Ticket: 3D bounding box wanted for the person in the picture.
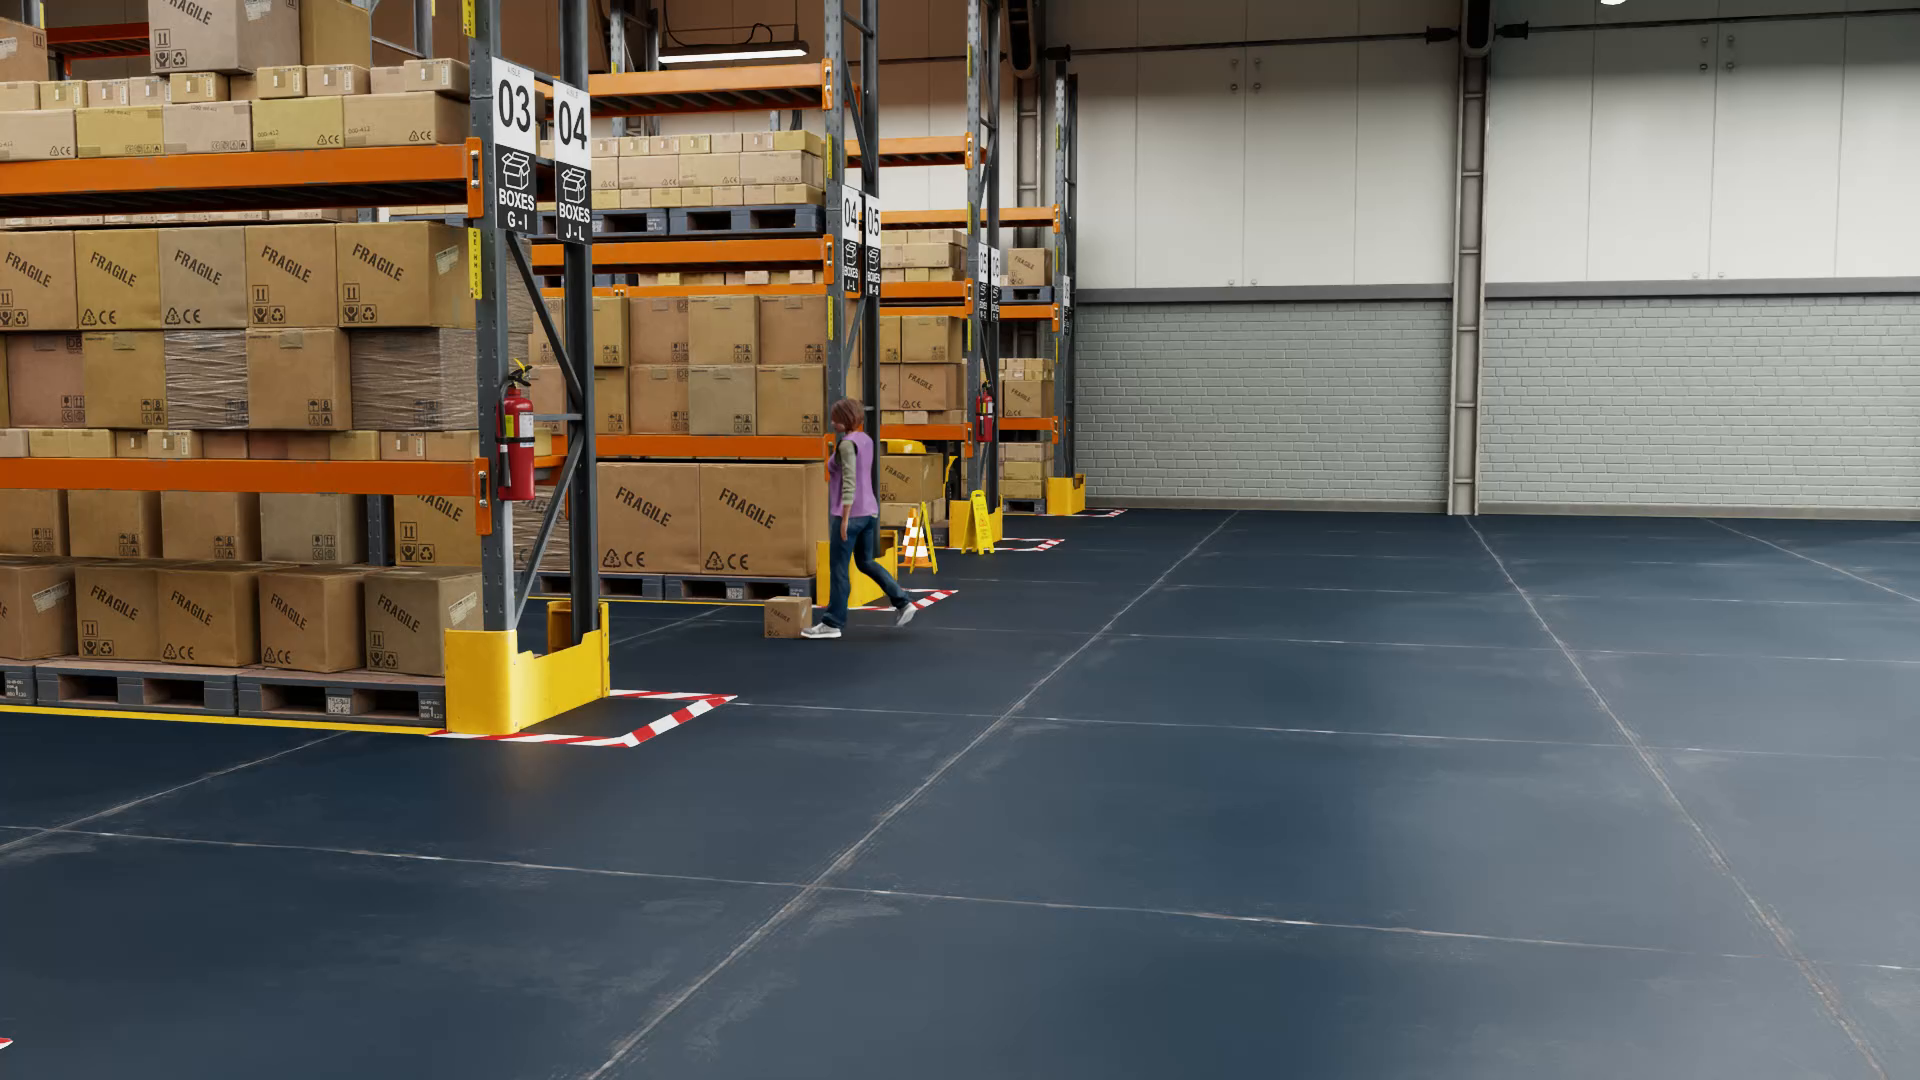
[{"bbox_3d":[-0.666,-0.147,11.072,0.707,1.589,0.545,2,5,19],"label":"person"}]
